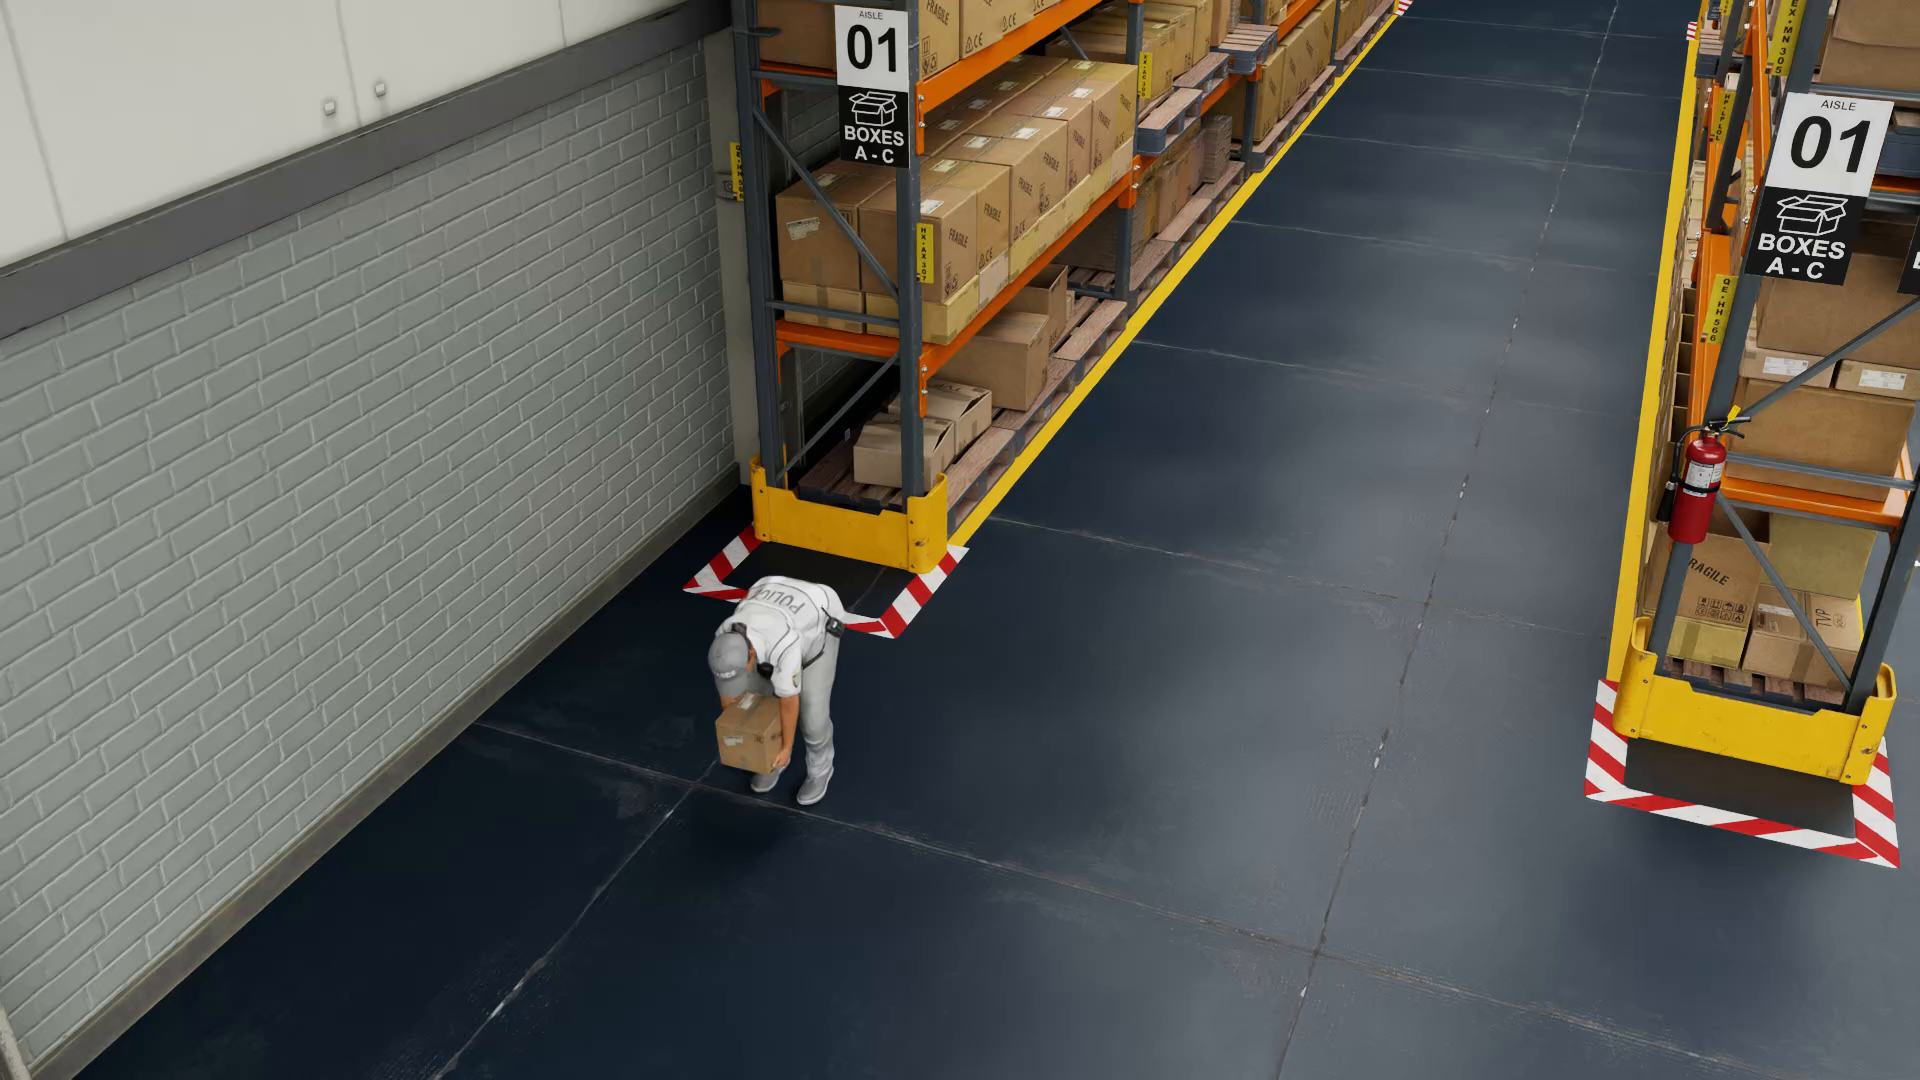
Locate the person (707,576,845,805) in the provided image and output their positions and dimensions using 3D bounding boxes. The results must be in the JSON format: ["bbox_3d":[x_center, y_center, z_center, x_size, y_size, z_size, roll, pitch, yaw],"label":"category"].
[{"bbox_3d":[-0.851,0.738,7.622,0.459,1.152,0.935,10,31,18],"label":"person"}]
